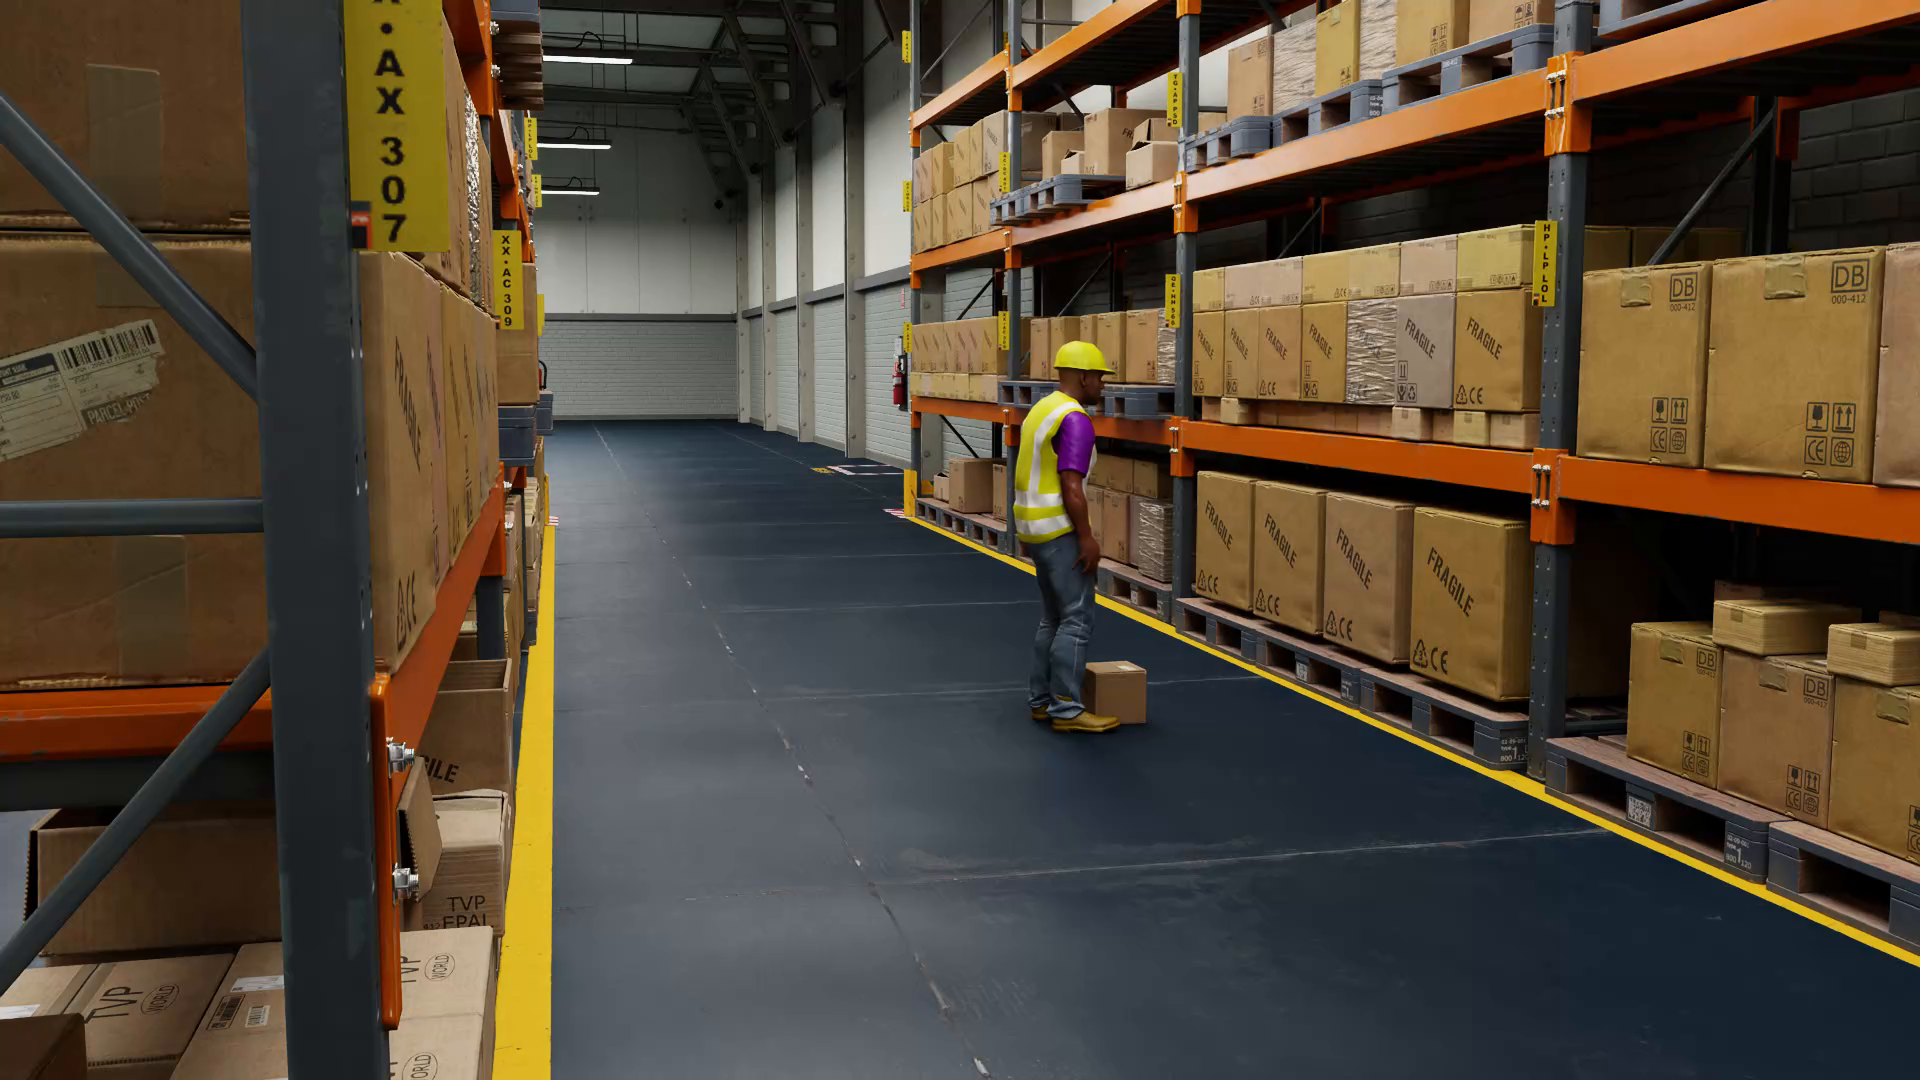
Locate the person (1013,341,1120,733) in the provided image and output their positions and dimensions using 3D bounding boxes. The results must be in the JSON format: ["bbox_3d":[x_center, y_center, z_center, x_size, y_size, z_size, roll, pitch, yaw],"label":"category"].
[{"bbox_3d":[0.491,-0.027,7.621,0.460,1.760,0.627,-1,6,-13],"label":"person"}]
